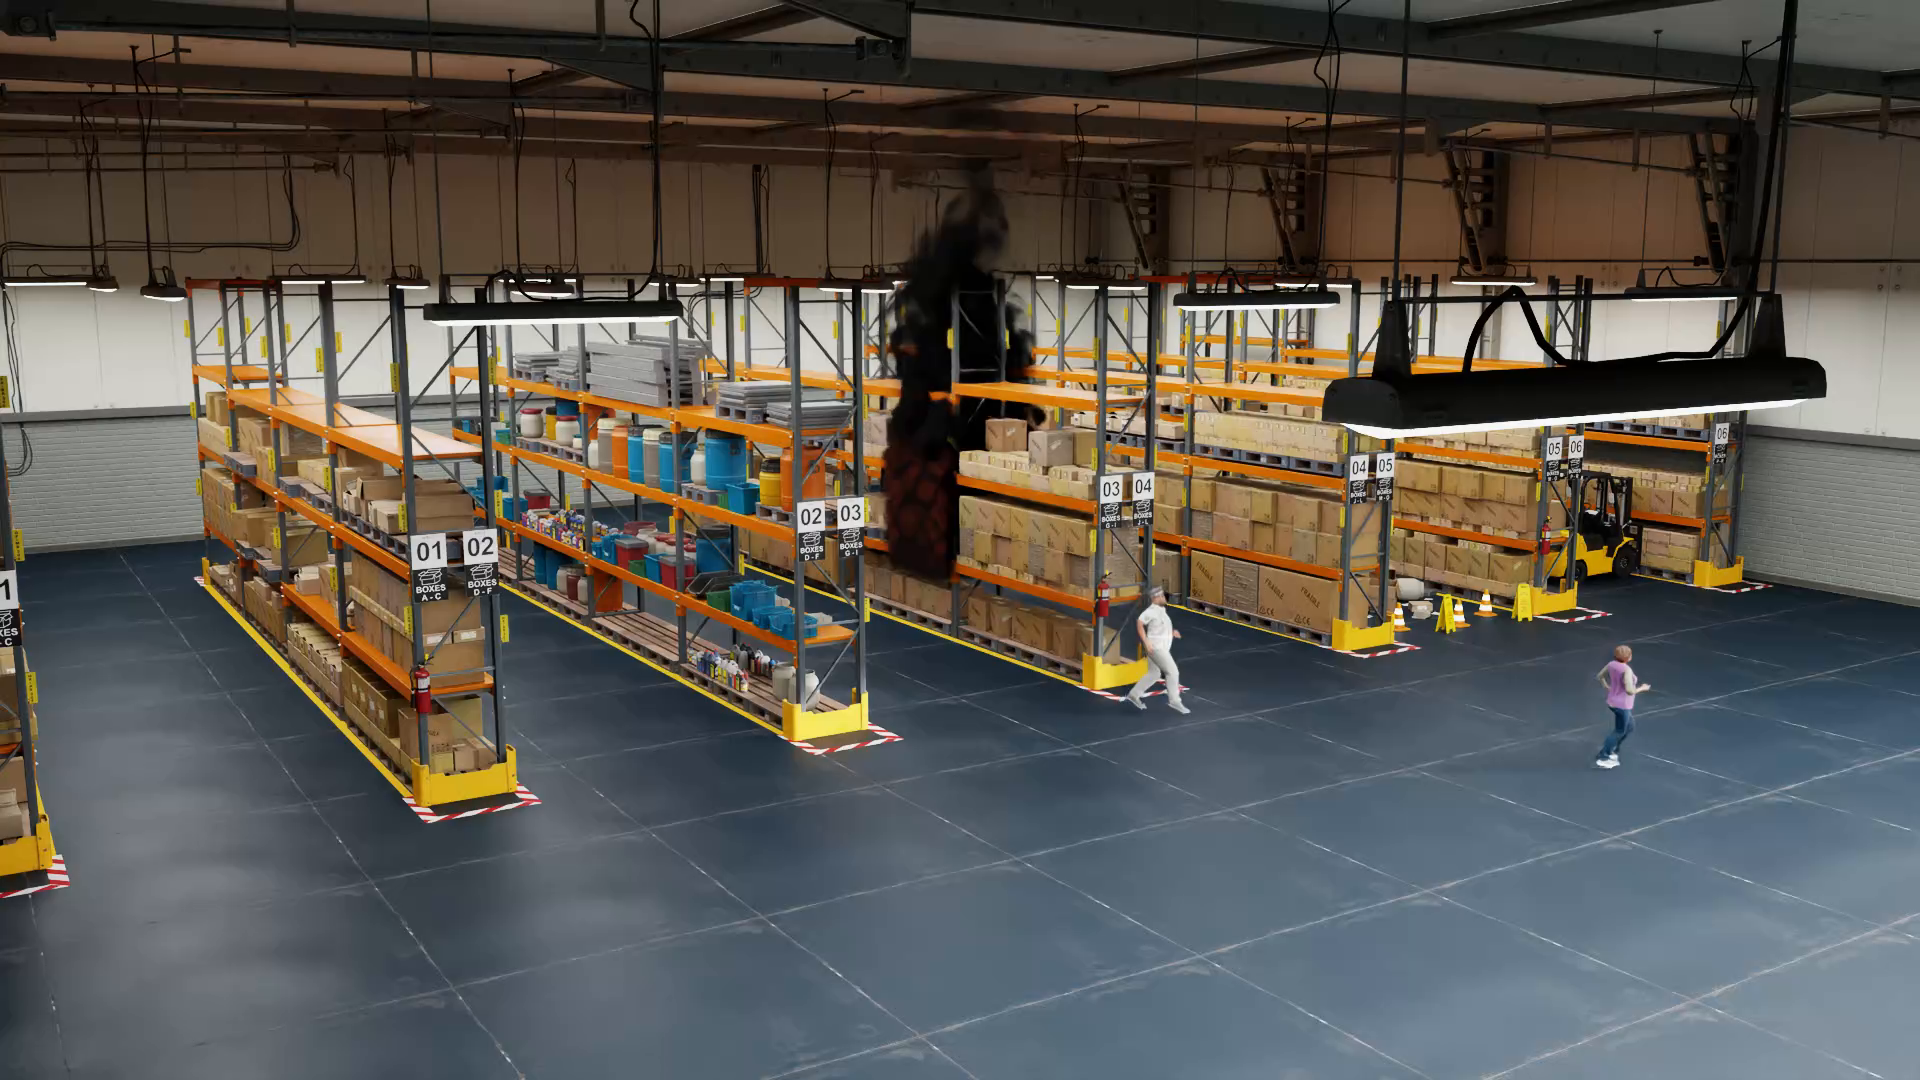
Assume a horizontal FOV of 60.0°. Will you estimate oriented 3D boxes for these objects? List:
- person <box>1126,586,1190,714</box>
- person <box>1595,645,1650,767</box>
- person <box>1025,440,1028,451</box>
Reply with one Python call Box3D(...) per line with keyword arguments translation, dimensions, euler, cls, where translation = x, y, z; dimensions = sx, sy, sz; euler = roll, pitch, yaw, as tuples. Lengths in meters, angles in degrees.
Box3D(translation=(2.832, 1.532, 23.567), dimensions=(0.907, 1.779, 0.666), euler=(2, 10, 10), cls="person")
Box3D(translation=(8.301, 2.082, 20.841), dimensions=(0.615, 1.582, 0.519), euler=(-1, 10, -5), cls="person")
Box3D(translation=(1.833, -2.044, 44.738), dimensions=(0.906, 1.758, 0.766), euler=(0, 10, 2), cls="person")
